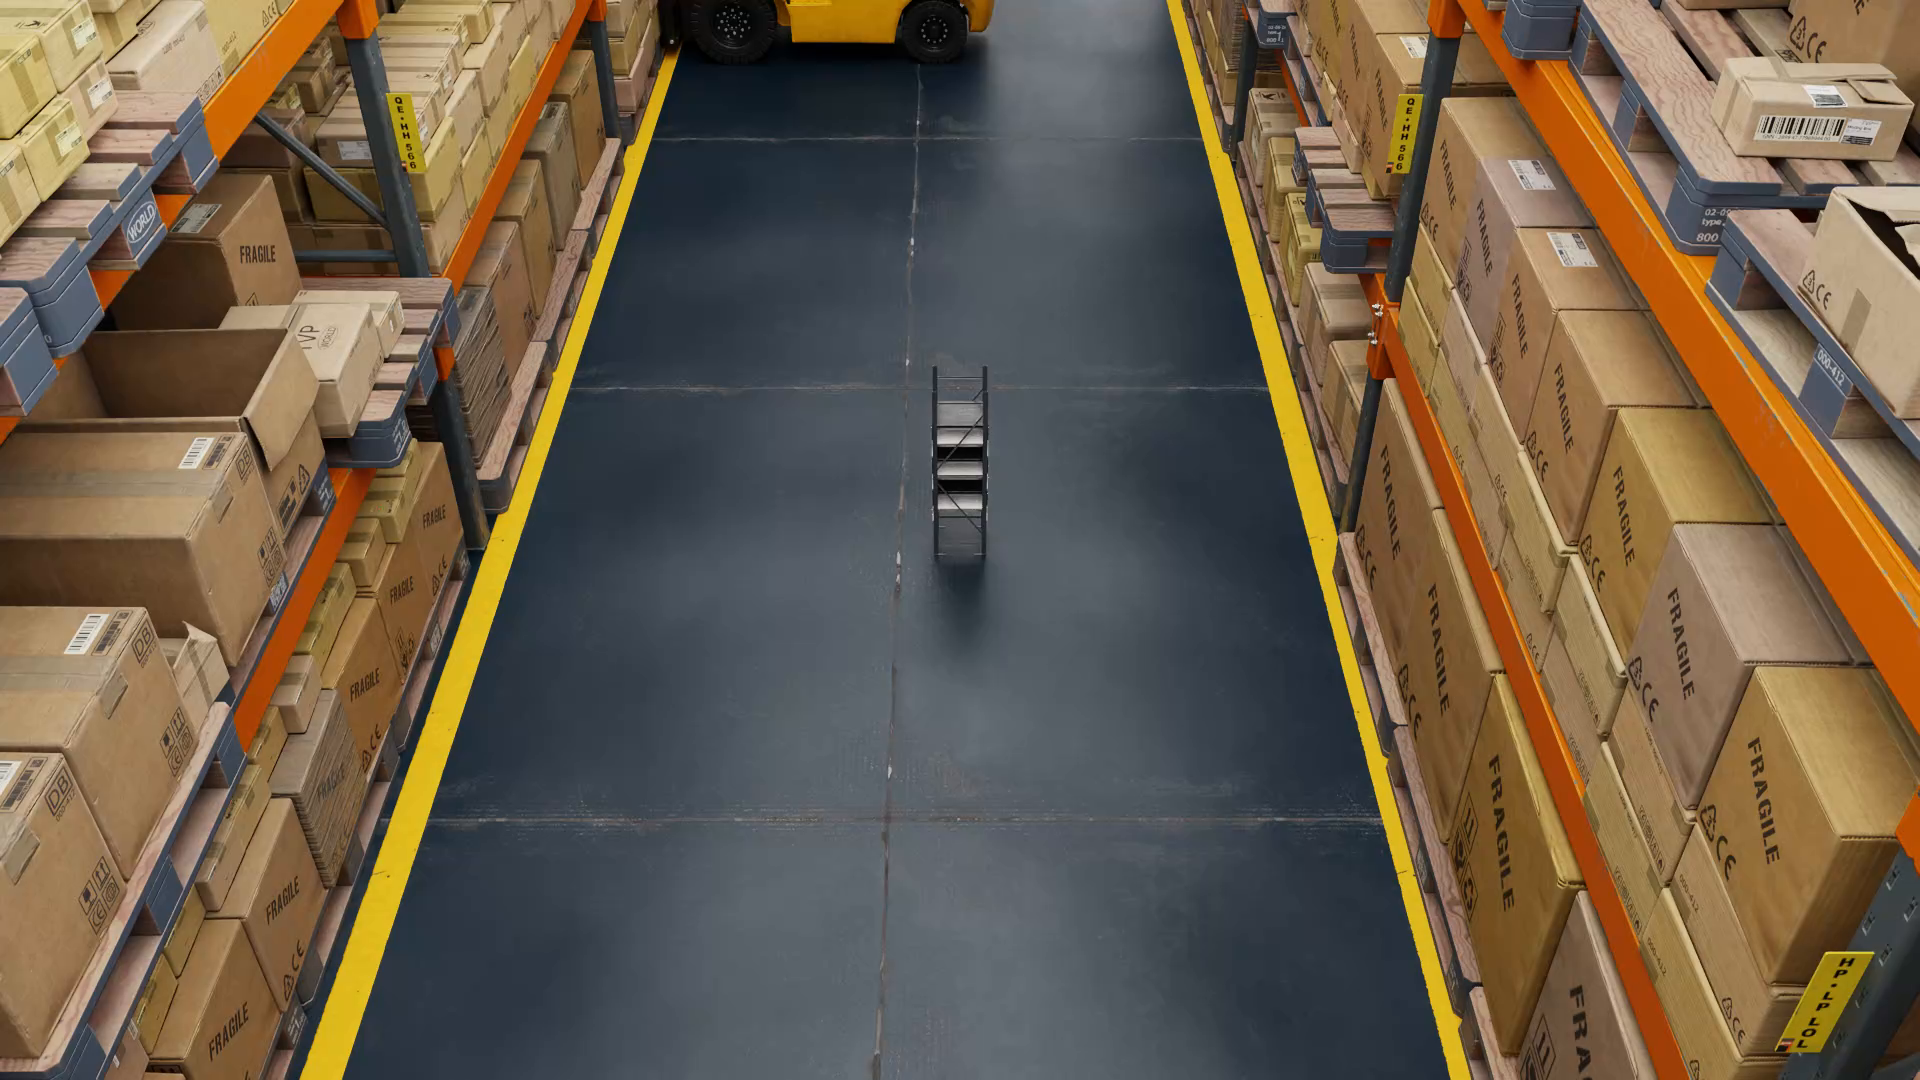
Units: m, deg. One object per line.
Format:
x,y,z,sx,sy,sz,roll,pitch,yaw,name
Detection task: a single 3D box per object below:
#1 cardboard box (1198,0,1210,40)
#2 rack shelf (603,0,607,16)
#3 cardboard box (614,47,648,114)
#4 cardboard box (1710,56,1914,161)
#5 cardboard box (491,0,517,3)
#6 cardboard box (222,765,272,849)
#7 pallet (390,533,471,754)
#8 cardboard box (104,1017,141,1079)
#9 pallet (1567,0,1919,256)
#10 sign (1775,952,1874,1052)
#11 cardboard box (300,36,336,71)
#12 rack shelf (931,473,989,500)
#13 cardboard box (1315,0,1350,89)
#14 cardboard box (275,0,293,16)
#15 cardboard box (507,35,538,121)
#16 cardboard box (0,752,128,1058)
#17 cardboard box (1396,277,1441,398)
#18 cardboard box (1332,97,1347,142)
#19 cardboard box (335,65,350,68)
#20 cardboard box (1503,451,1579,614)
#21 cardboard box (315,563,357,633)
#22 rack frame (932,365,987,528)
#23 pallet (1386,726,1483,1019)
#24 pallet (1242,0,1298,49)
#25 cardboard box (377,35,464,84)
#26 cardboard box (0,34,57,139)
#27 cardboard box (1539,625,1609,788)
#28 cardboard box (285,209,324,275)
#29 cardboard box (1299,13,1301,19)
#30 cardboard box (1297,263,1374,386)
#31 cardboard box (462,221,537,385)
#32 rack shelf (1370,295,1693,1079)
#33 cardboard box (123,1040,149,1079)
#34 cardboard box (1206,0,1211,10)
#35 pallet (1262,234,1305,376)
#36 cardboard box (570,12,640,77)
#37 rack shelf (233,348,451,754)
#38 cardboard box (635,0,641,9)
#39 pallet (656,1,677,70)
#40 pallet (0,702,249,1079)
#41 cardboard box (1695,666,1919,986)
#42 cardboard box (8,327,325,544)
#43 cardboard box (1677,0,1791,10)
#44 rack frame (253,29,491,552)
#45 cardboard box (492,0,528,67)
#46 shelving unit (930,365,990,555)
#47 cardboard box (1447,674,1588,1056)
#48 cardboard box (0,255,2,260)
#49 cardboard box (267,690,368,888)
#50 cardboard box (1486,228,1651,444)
1.989,-3.771,11.920,0.500,0.250,0.500,1,39,1,cardboard box
-2.701,-4.624,11.697,1.077,0.370,4.000,0,39,0,rack shelf
-2.368,-3.048,11.017,0.500,0.250,0.500,0,39,0,cardboard box
2.122,-1.083,4.155,0.380,0.166,0.250,3,39,4,cardboard box
-2.368,-2.768,8.207,0.380,0.149,0.250,-1,39,-1,cardboard box
-2.488,0.866,5.415,0.380,0.149,0.250,1,39,2,cardboard box
-2.731,0.403,7.079,1.003,0.211,1.213,0,39,0,pallet
-2.472,1.404,4.506,0.380,0.149,0.250,-2,39,-2,cardboard box
2.327,-1.153,4.543,1.003,0.211,1.213,2,39,2,pallet
1.731,0.928,3.330,0.100,0.325,0.005,0,39,0,sign
-3.018,-2.127,7.407,0.380,0.149,0.250,-1,39,-1,cardboard box
0.000,-0.250,7.539,0.258,0.077,0.200,0,39,0,rack shelf
1.977,-2.400,7.693,0.500,0.500,0.500,-3,39,-3,cardboard box
-2.451,-1.944,5.498,0.500,0.250,0.500,-1,39,-2,cardboard box
-2.453,-2.333,8.382,0.500,0.250,0.500,1,39,1,cardboard box
-2.467,0.843,3.883,0.700,0.500,0.500,1,39,1,cardboard box
2.018,-0.794,6.462,0.500,0.250,0.500,-1,39,-1,cardboard box
1.924,-1.912,7.602,0.380,0.149,0.250,-2,39,-2,cardboard box
-2.973,-2.203,7.820,0.500,0.250,0.500,0,39,0,cardboard box
1.998,-0.026,5.104,0.500,0.250,0.500,1,39,1,cardboard box
-2.498,0.215,6.227,0.380,0.149,0.250,1,39,1,cardboard box
0.000,-0.410,7.542,0.240,0.900,0.006,0,39,0,rack frame
2.193,1.184,6.104,1.003,0.211,1.213,0,39,0,pallet
2.120,-3.107,9.382,1.003,0.211,1.213,0,39,0,pallet
-2.441,-2.135,7.417,0.380,0.149,0.250,0,39,0,cardboard box
-2.322,-1.035,3.792,0.380,0.149,0.250,0,39,0,cardboard box
2.040,0.487,4.863,0.500,0.250,0.500,-1,39,-1,cardboard box
-2.951,-1.375,7.187,0.500,0.250,0.500,-1,39,-1,cardboard box
1.975,-2.731,8.624,0.380,0.149,0.250,0,39,0,cardboard box
2.270,-1.112,8.504,0.950,0.372,0.625,-1,39,-1,cardboard box
-2.690,-1.188,8.397,0.875,0.625,0.625,1,39,1,cardboard box
2.272,0.373,5.461,1.077,0.370,4.000,0,39,0,rack shelf
-2.502,1.510,4.612,0.380,0.149,0.250,-1,39,-1,cardboard box
1.992,-4.050,11.669,0.500,0.500,0.500,2,39,2,cardboard box
2.271,-1.320,9.228,1.003,0.211,1.213,0,39,0,pallet
-2.391,-3.243,10.861,0.500,0.250,0.500,0,39,0,cardboard box
-2.692,0.379,5.454,1.077,0.370,4.000,0,39,0,rack shelf
-2.376,-3.758,11.104,0.500,0.250,0.500,0,39,0,cardboard box
-2.662,-3.828,12.358,1.003,0.211,1.213,0,39,0,pallet
-2.581,0.924,4.352,1.003,0.211,1.213,0,39,0,pallet
2.022,0.635,3.680,0.500,0.500,0.500,1,39,1,cardboard box
-2.508,-0.336,5.352,0.797,0.503,0.637,-1,39,-1,cardboard box
2.460,-1.913,4.924,0.700,0.500,0.500,-2,39,-2,cardboard box
-2.694,-1.153,6.790,1.000,3.000,0.127,0,39,0,rack frame
-2.458,-2.527,8.224,0.500,0.250,0.500,0,39,1,cardboard box
0.000,-0.346,7.462,0.258,0.900,0.210,0,39,0,shelving unit
2.184,1.056,5.397,0.875,0.875,0.875,1,39,1,cardboard box
-2.271,-0.592,3.477,0.380,0.149,0.250,0,39,1,cardboard box
-2.466,0.888,5.906,0.500,0.500,0.500,-1,39,-2,cardboard box
2.021,-0.645,5.277,0.500,0.500,0.500,1,39,1,cardboard box
